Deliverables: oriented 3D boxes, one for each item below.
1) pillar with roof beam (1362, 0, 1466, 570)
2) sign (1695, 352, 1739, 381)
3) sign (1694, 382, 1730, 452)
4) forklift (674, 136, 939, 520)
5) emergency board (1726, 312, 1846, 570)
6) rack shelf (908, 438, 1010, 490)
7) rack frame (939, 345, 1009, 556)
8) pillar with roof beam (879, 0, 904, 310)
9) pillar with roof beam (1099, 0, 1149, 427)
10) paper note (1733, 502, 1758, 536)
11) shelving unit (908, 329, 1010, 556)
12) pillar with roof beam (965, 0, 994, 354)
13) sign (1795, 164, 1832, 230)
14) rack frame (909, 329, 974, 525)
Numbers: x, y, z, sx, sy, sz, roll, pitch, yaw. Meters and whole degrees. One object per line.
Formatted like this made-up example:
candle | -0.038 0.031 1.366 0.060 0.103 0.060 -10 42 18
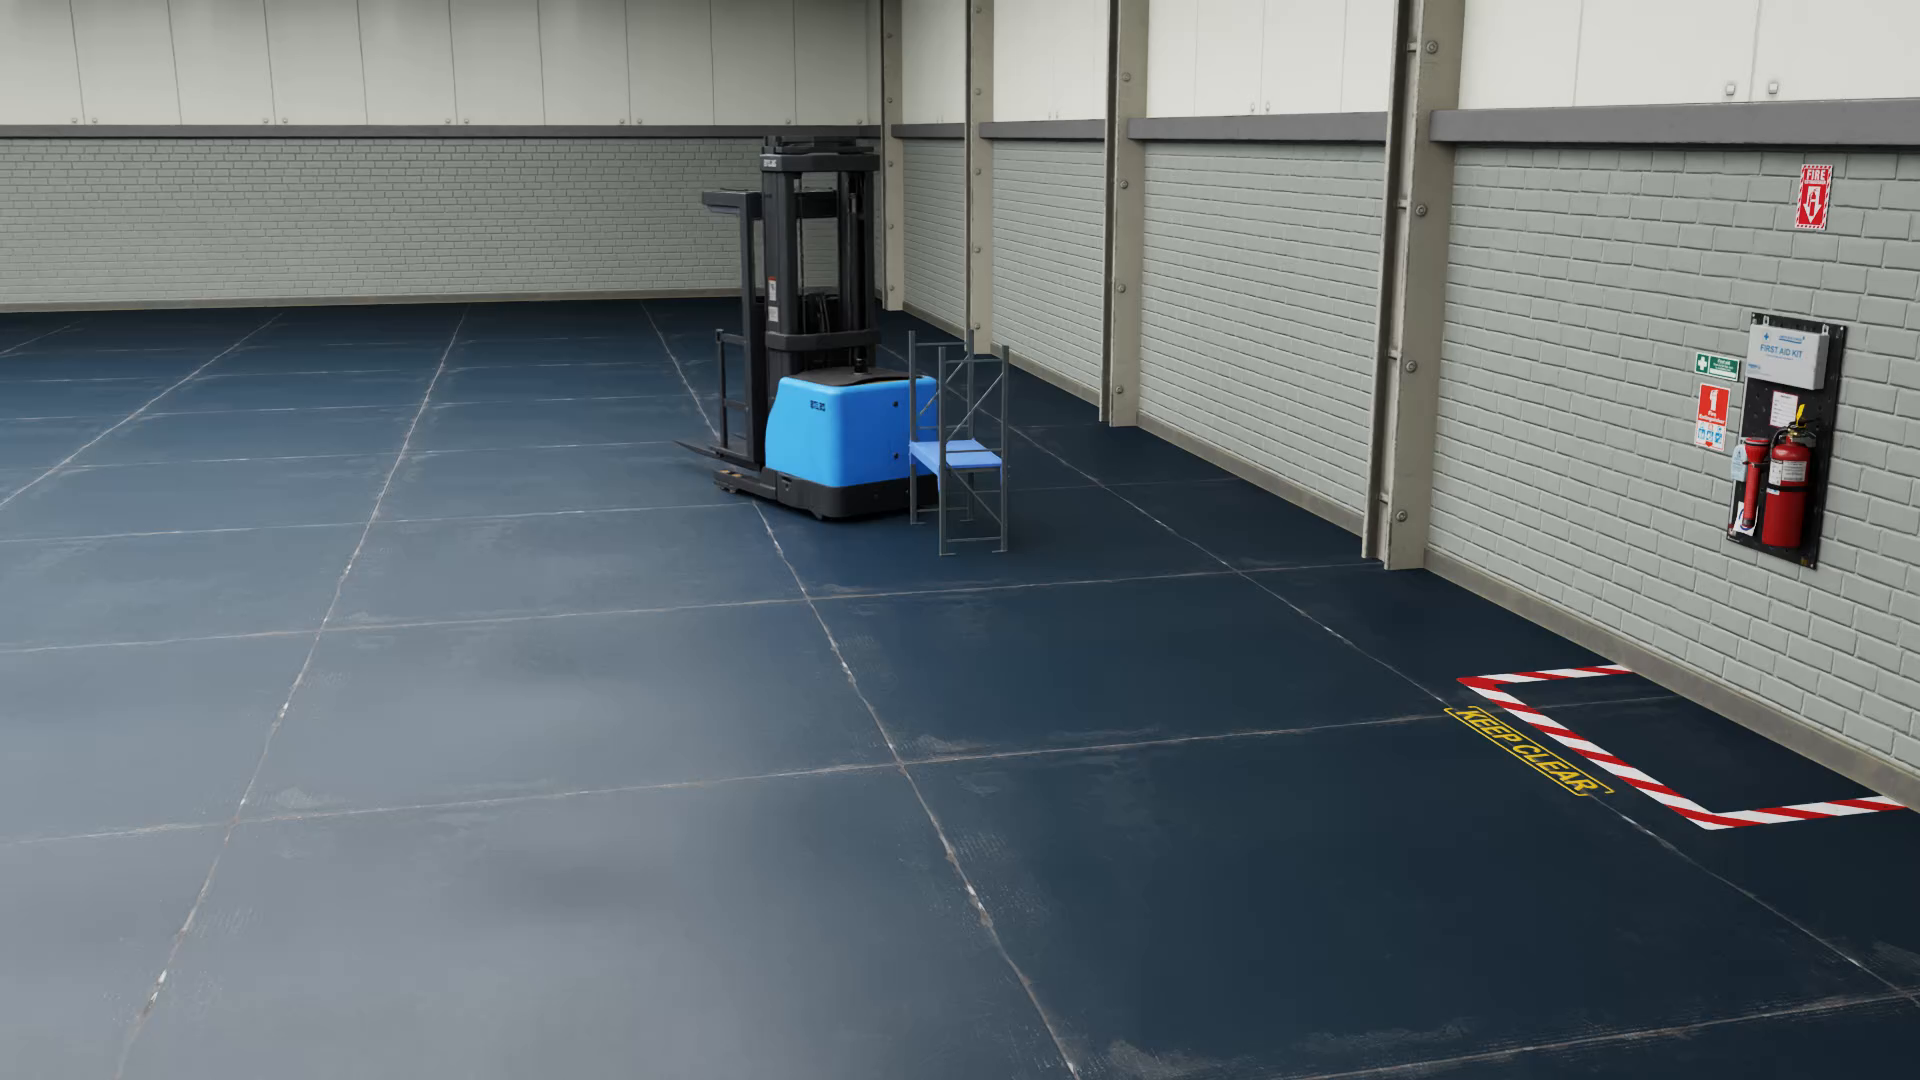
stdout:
pillar with roof beam | -1.106 -3.977 9.744 9.100 9.000 0.400 -3 14 -13
sign | 3.907 -0.897 8.587 0.001 0.109 0.331 -3 14 -13
sign | 3.914 -0.641 8.657 0.001 0.329 0.234 -3 14 -13
forklift | -1.445 -1.878 13.937 1.130 2.935 3.031 -10 17 -35
emergency board | 3.944 -0.491 8.115 0.194 1.169 0.643 -3 14 -13
rack shelf | -0.020 -0.574 12.372 0.538 0.185 1.000 -3 14 -13
rack frame | 0.099 -0.631 11.850 0.500 1.500 0.032 -3 14 -13
pillar with roof beam | -5.334 -8.129 26.741 9.100 9.000 0.400 -3 14 -13
pillar with roof beam | -2.516 -5.361 15.410 9.100 9.000 0.400 -3 14 -13
paper note | 3.970 -0.107 8.403 0.016 0.148 0.142 -3 14 -13
shelving unit | -0.020 -0.748 12.330 0.538 1.500 1.048 -3 14 -13
pillar with roof beam | -3.925 -6.745 21.075 9.100 9.000 0.400 -3 14 -13
sign | 4.039 -1.624 7.870 0.001 0.298 0.199 -3 14 -13
rack frame | -0.139 -0.866 12.810 0.500 1.500 0.032 -3 14 -13
